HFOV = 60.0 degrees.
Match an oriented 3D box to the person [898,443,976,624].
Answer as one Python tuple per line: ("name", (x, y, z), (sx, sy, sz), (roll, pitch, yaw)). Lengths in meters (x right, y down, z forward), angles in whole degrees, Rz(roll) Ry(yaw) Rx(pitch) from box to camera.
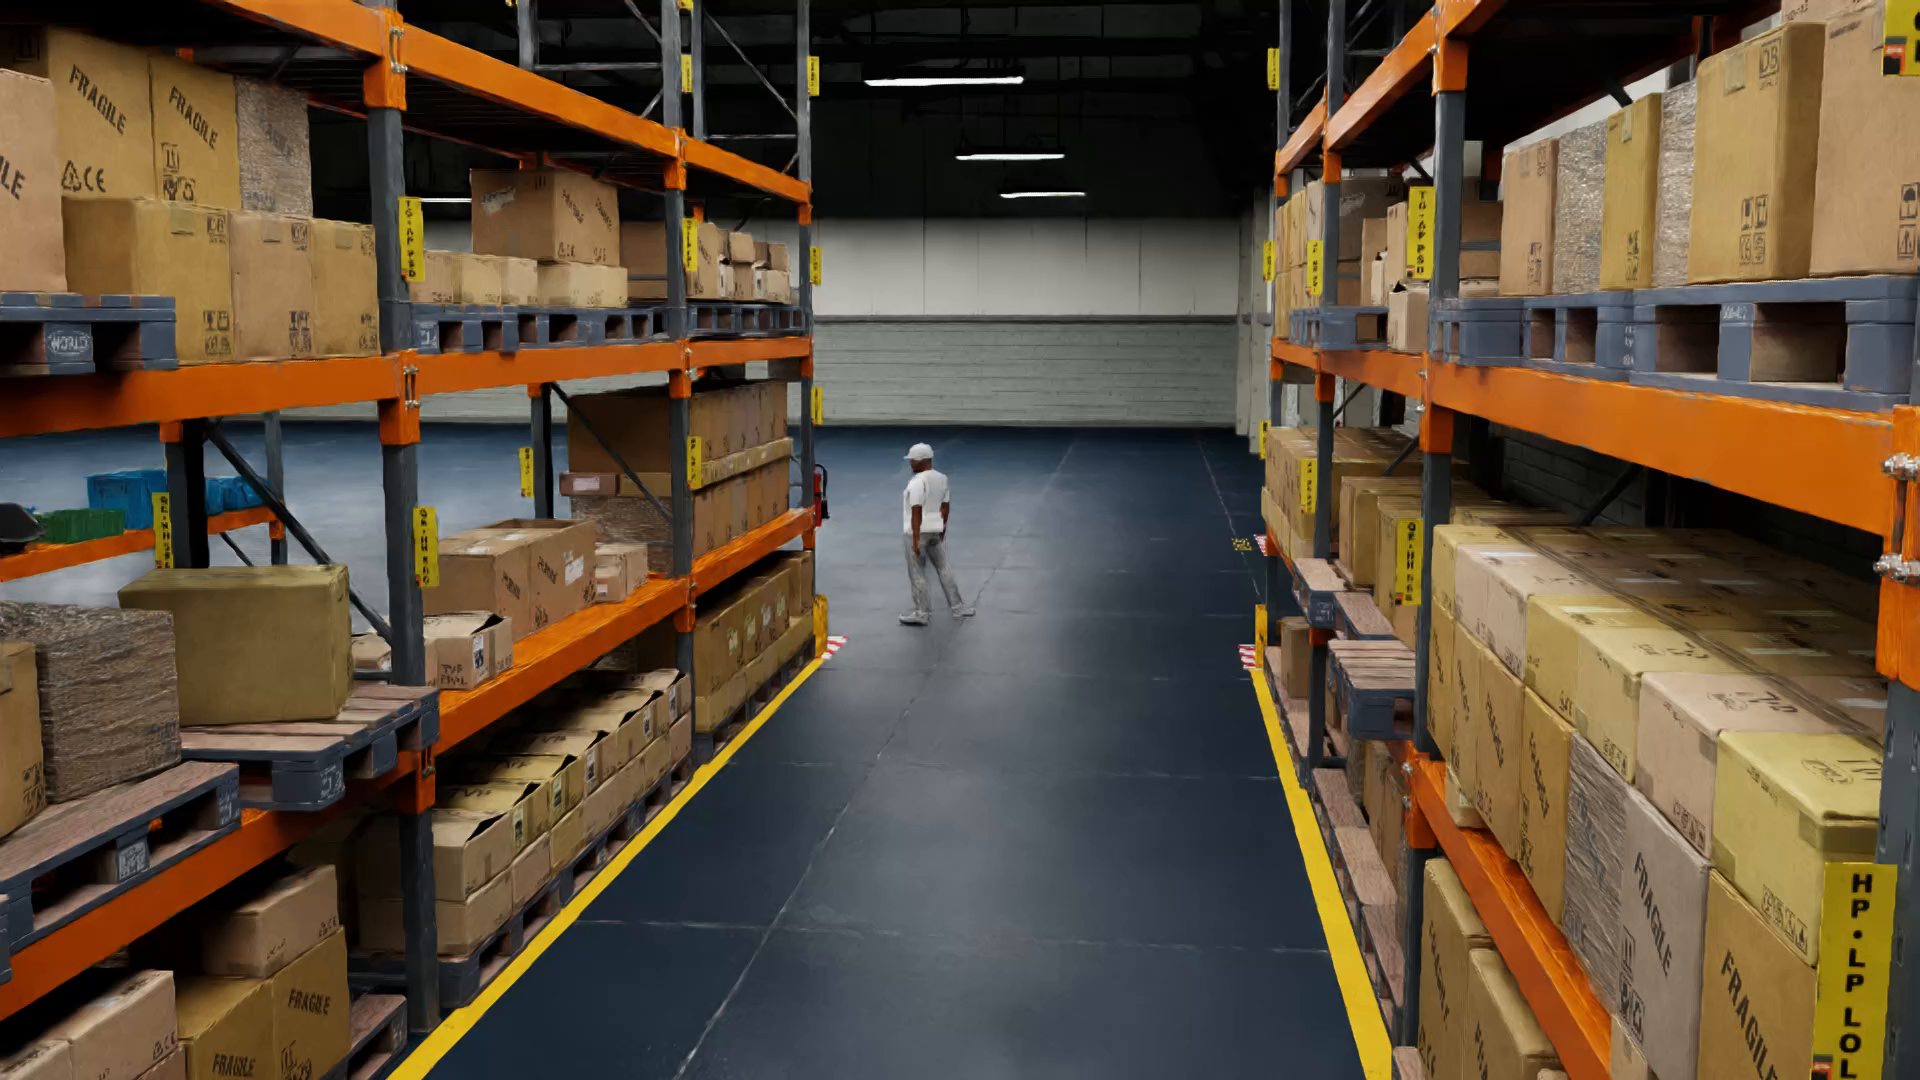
("person", (-0.225, -0.070, 16.244), (0.488, 1.767, 0.737), (7, 10, 43))
